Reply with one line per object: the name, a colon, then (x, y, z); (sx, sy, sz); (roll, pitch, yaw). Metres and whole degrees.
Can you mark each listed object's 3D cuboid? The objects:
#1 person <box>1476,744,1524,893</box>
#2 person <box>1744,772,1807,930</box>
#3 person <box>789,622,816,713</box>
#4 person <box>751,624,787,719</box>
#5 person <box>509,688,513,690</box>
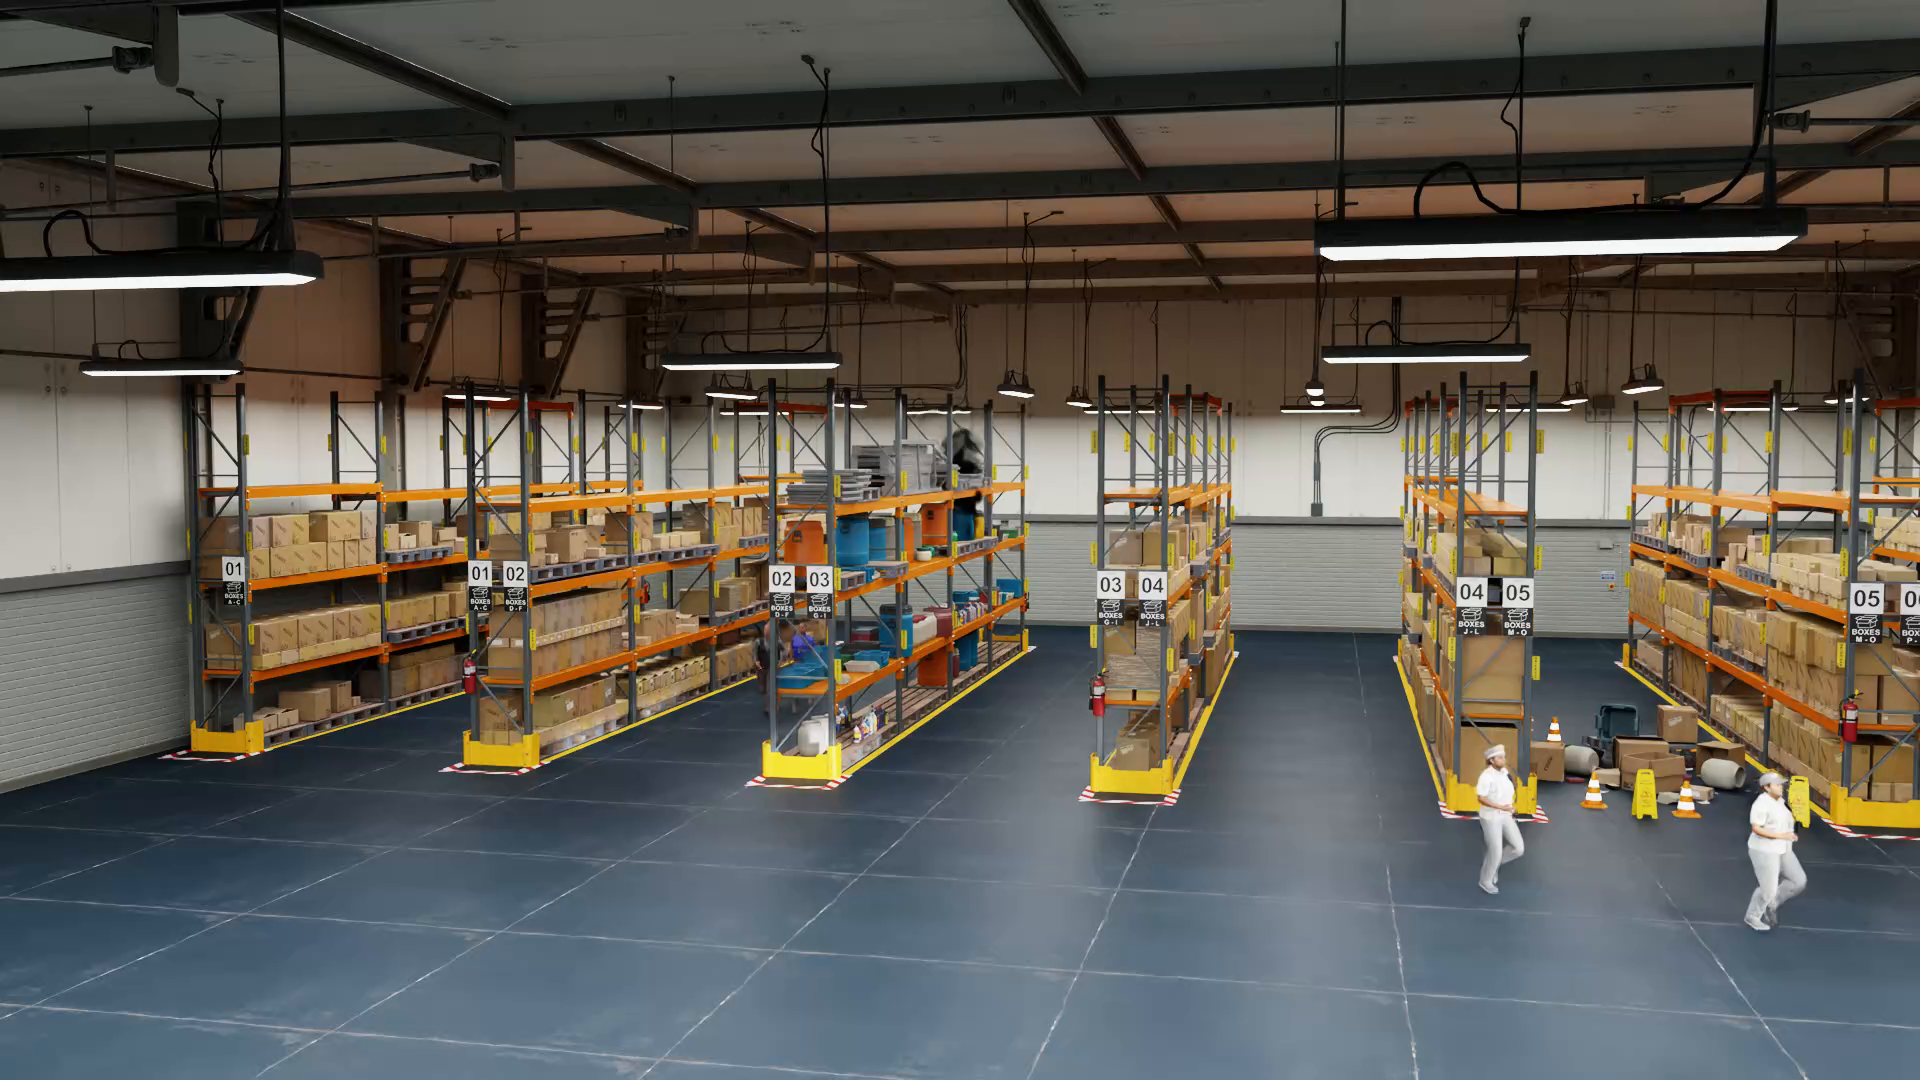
person: (6.032, 3.106, 18.539); (0.624, 1.671, 0.528); (-2, 4, -35)
person: (8.354, 3.194, 17.056); (0.661, 1.631, 0.568); (-2, 4, -34)
person: (-2.965, 2.366, 31.261); (0.570, 1.658, 0.929); (1, 3, 9)
person: (-3.577, 2.413, 30.908); (0.616, 1.710, 0.997); (0, 3, 7)
person: (-8.058, 2.402, 30.476); (0.684, 1.748, 0.599); (1, 3, 12)
